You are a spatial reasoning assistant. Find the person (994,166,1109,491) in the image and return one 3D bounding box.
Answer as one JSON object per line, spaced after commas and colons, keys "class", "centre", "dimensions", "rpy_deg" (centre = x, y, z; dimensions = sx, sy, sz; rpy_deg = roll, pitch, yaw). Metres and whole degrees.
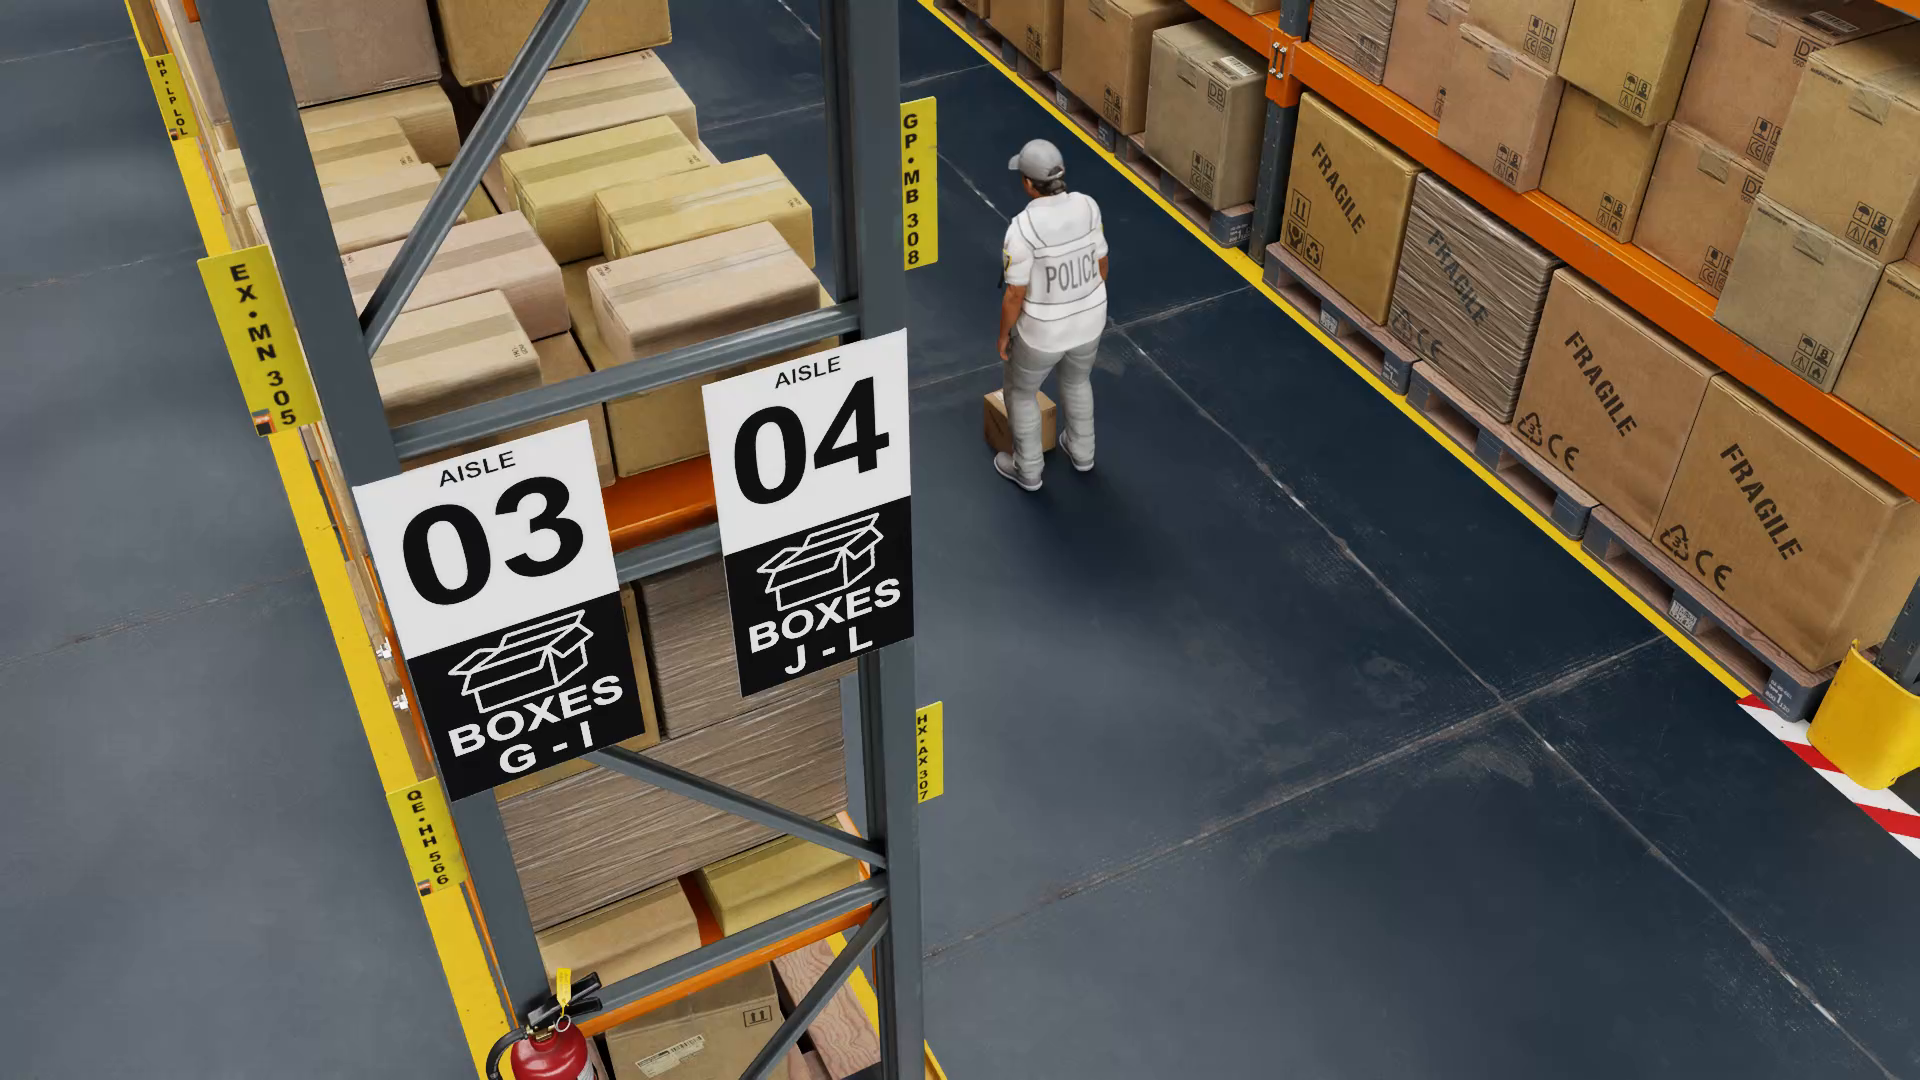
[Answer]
{"class": "person", "centre": [0.409, -0.935, 7.222], "dimensions": [0.551, 1.650, 0.402], "rpy_deg": [-21, 46, -22]}
